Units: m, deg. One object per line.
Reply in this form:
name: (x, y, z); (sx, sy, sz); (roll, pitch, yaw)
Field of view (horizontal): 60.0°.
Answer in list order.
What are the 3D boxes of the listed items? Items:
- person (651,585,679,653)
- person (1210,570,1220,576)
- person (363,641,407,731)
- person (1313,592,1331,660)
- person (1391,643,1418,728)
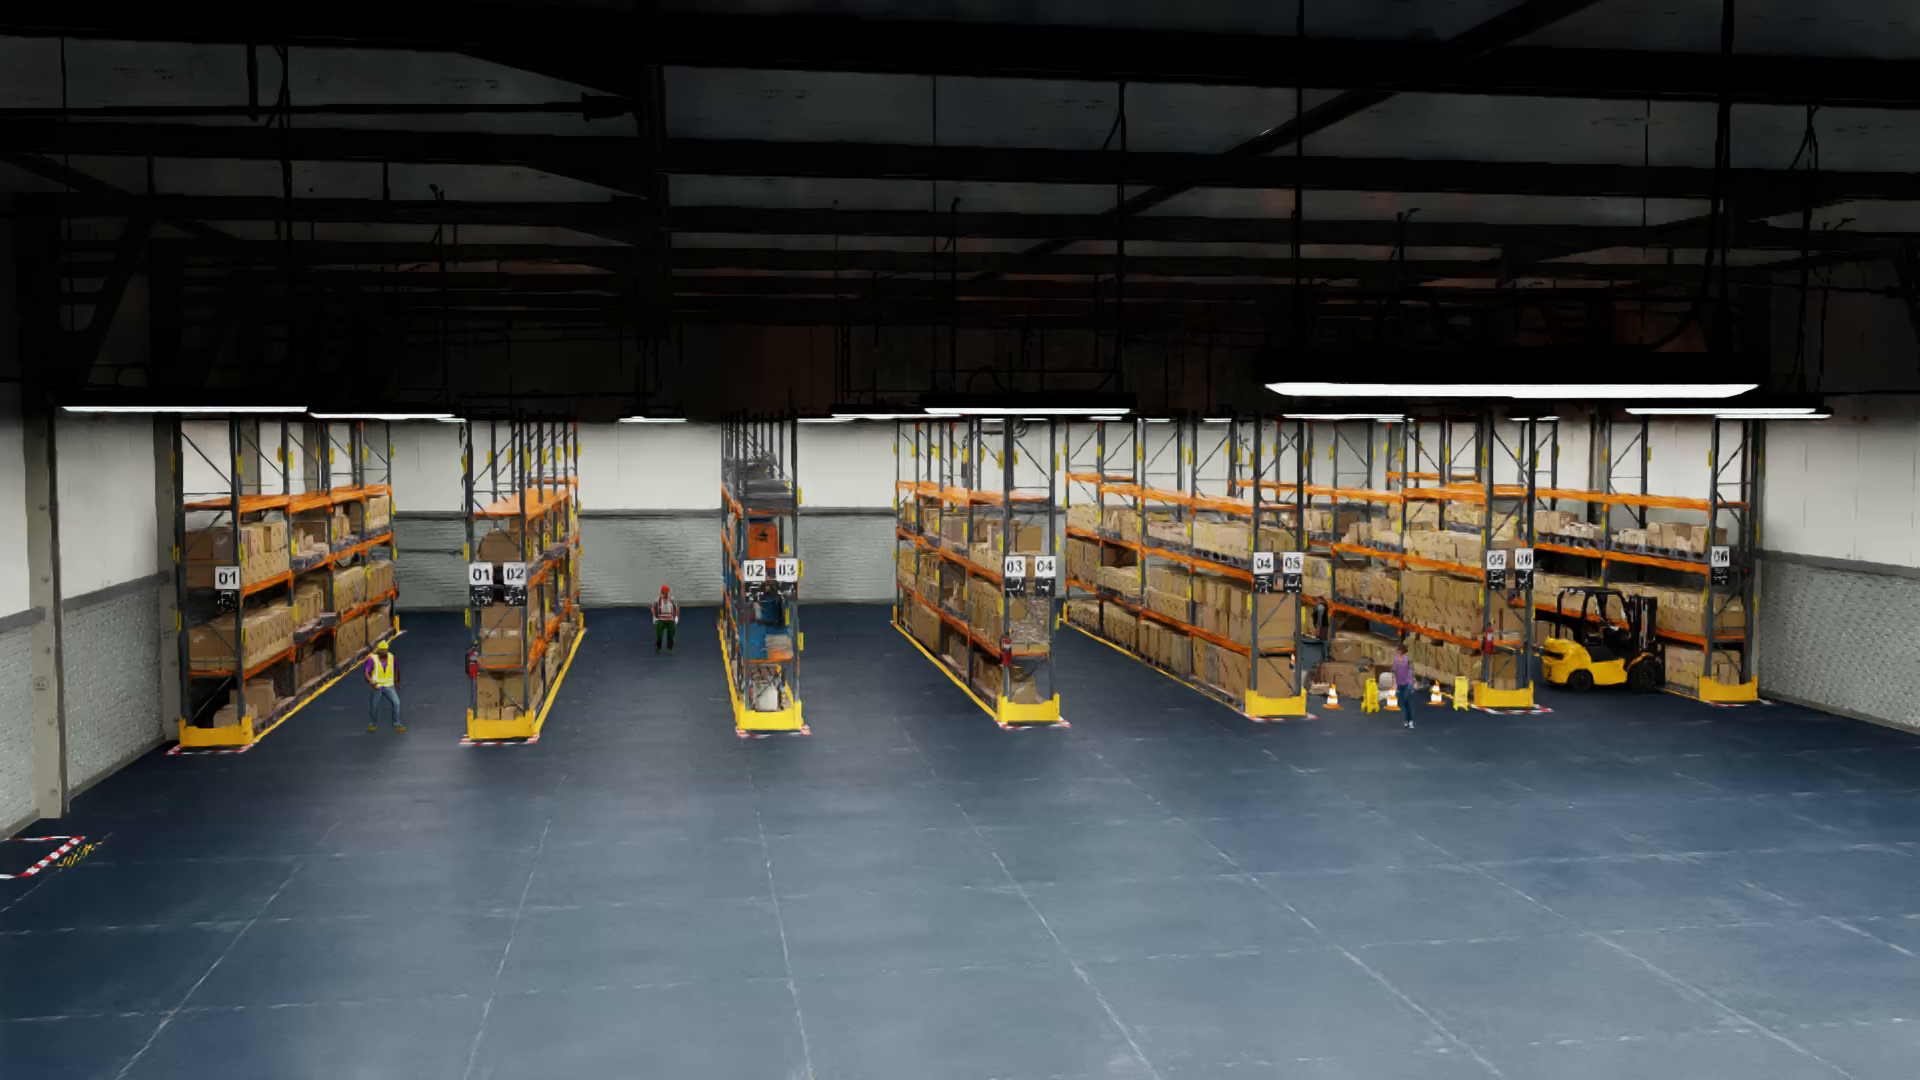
person: (-7.333, 1.977, 41.364); (0.678, 1.741, 0.546); (-1, 4, -11)
person: (8.313, 1.170, 53.799); (0.411, 1.589, 0.558); (-3, 5, -39)
person: (-10.737, 2.704, 30.920); (0.699, 1.697, 0.801); (-2, 5, -30)
person: (8.560, 2.086, 39.616); (0.586, 1.718, 0.639); (1, 4, 15)
person: (8.431, 2.725, 31.447); (0.460, 1.582, 0.520); (-3, 5, -39)
